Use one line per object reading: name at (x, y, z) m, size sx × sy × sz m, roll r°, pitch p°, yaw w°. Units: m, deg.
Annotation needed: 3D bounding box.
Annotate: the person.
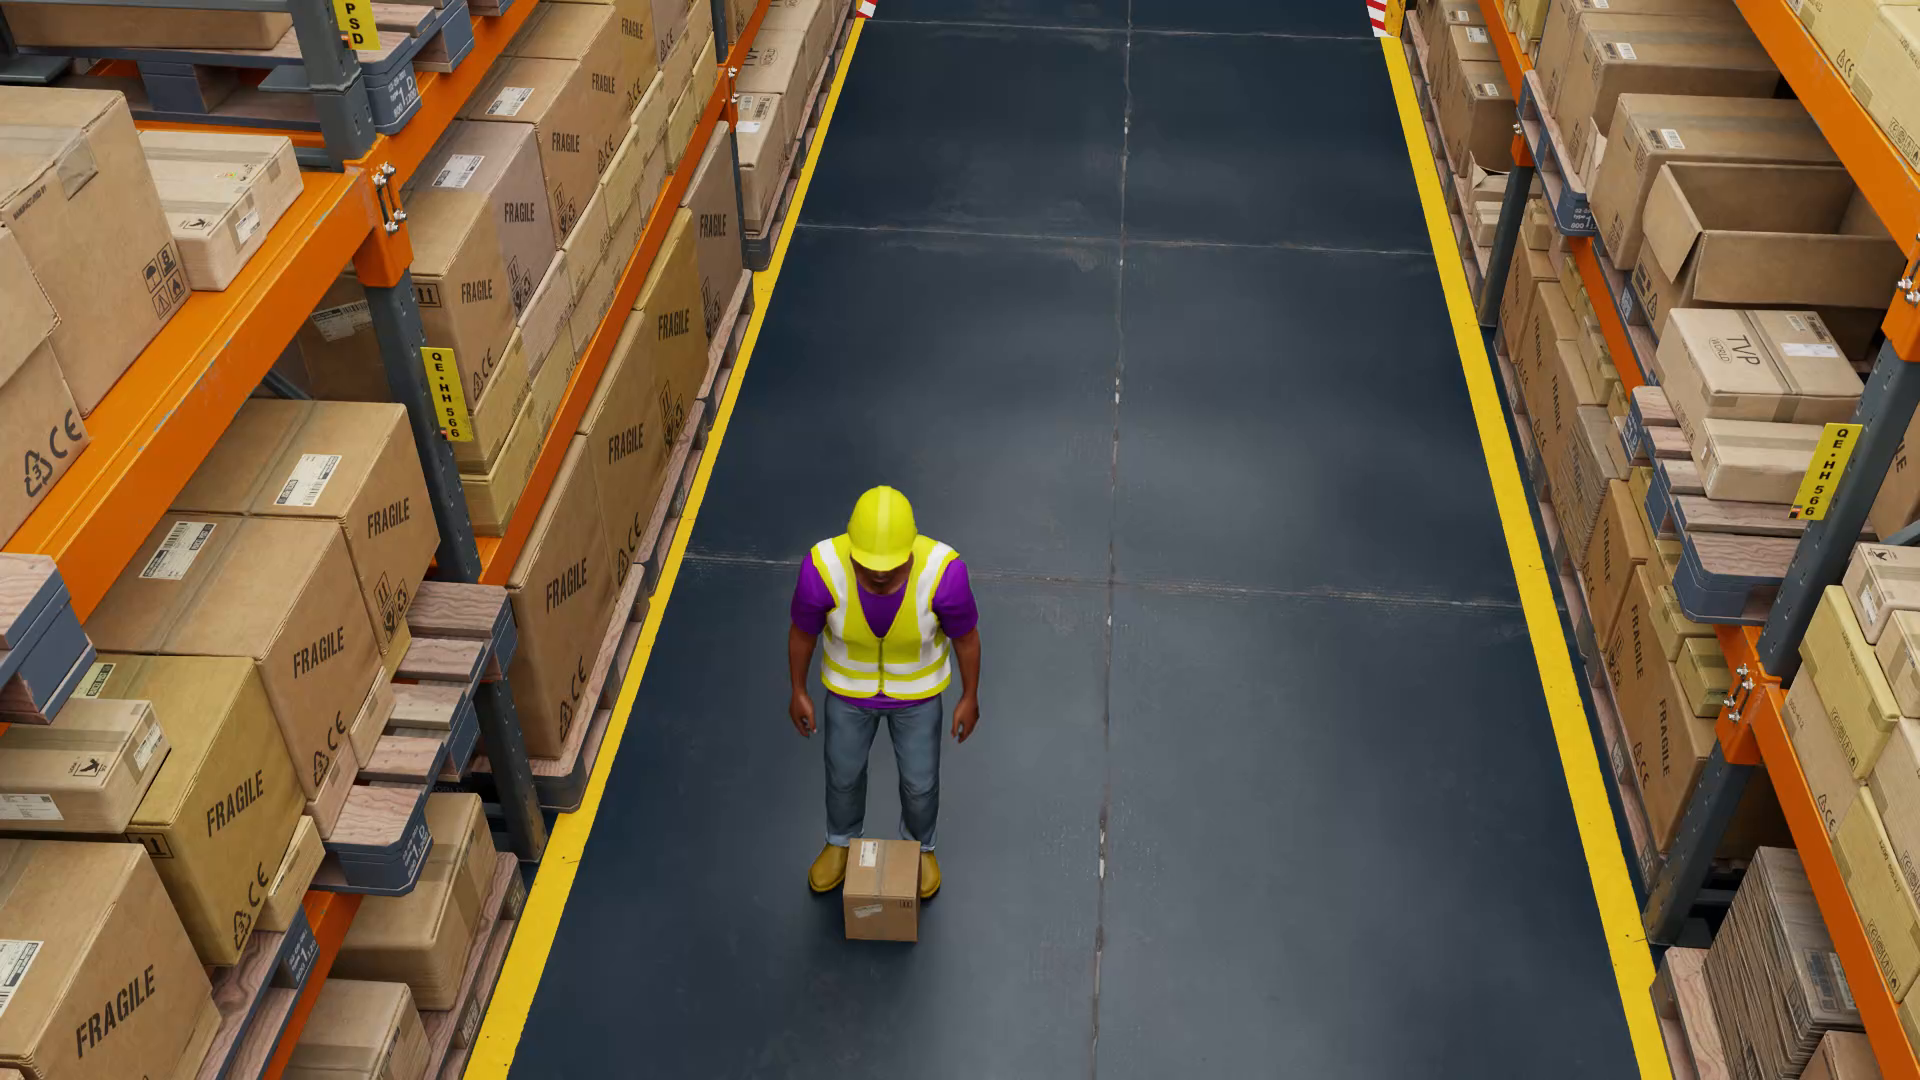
person at (-0.252, 0.508, 5.533) m, size 0.638 × 1.761 × 0.457 m, roll 2°, pitch 40°, yaw 2°
